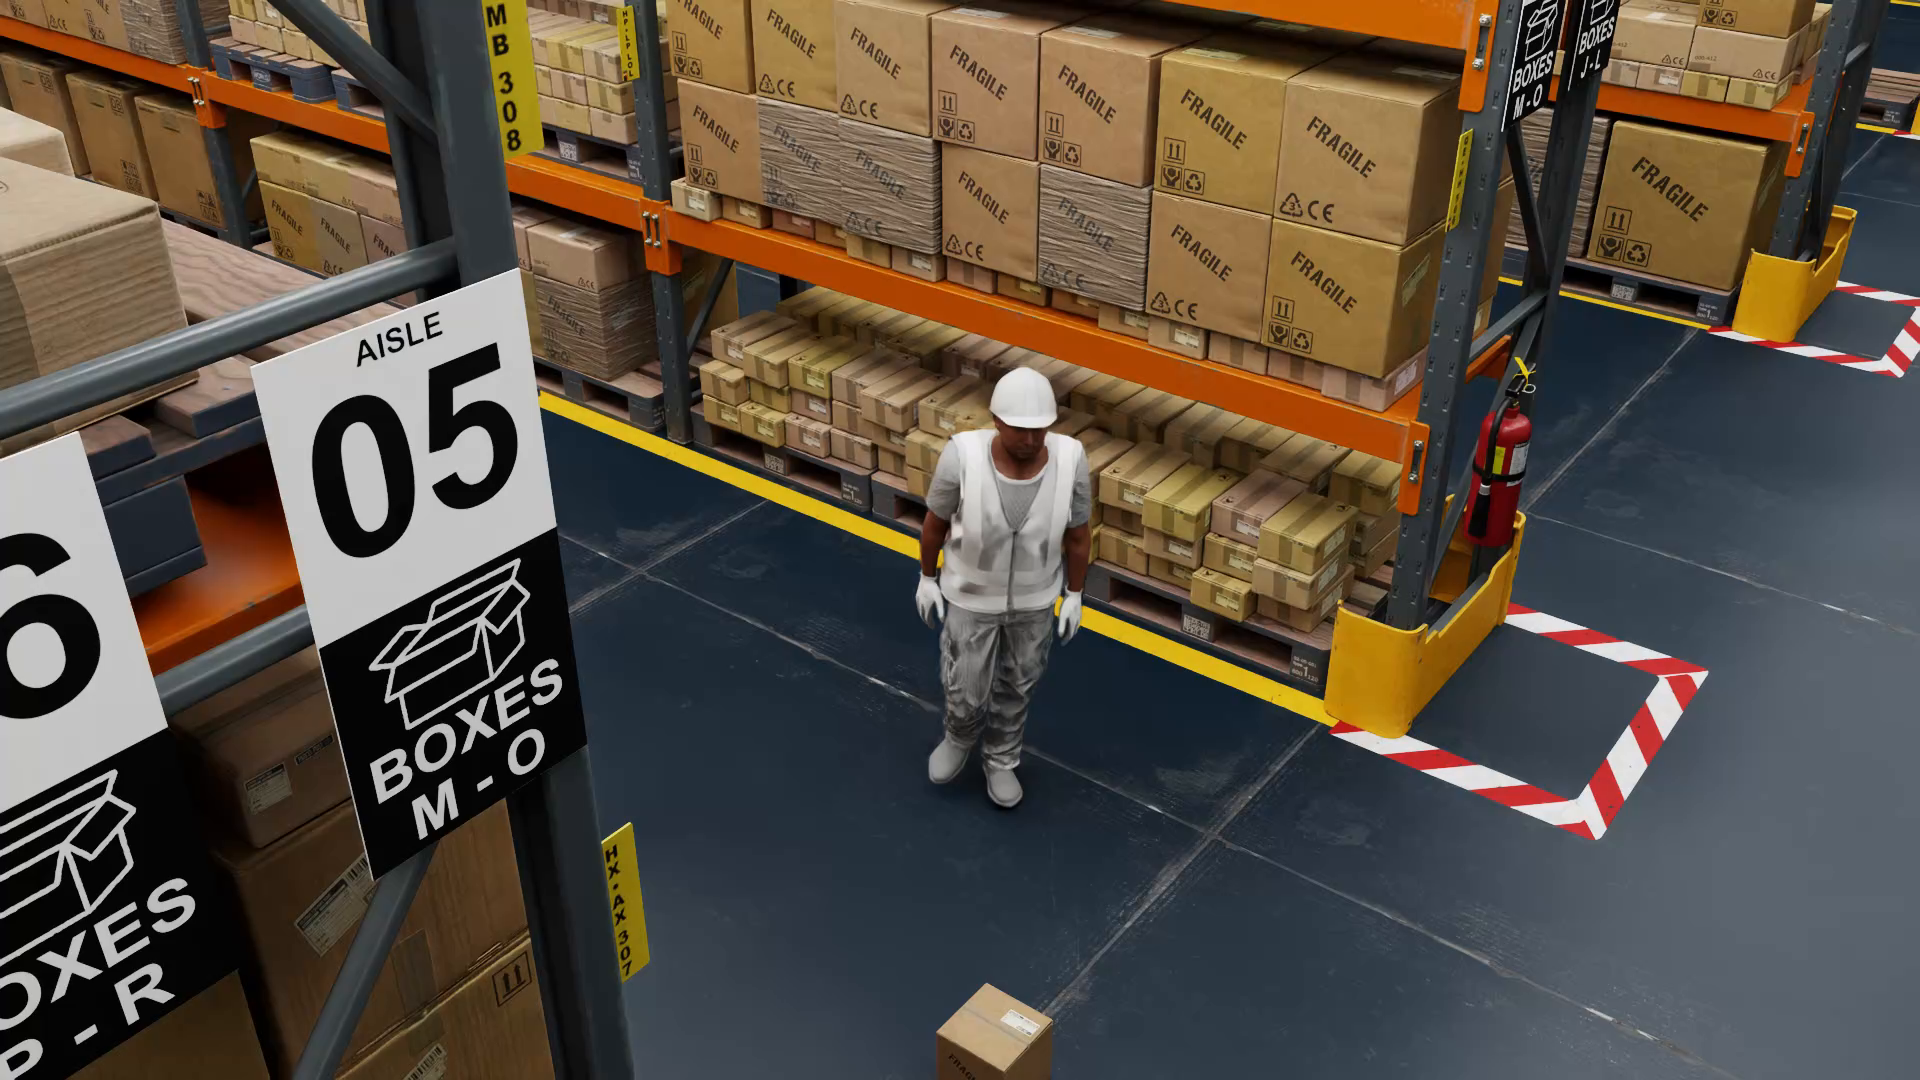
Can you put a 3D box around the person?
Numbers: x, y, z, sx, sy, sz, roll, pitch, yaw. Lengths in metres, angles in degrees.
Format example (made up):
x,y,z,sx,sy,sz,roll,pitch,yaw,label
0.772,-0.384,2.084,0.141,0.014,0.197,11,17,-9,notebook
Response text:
x,y,z,sx,sy,sz,roll,pitch,yaw,label
0.152,0.186,5.765,0.592,1.771,0.506,-6,31,-9,person
